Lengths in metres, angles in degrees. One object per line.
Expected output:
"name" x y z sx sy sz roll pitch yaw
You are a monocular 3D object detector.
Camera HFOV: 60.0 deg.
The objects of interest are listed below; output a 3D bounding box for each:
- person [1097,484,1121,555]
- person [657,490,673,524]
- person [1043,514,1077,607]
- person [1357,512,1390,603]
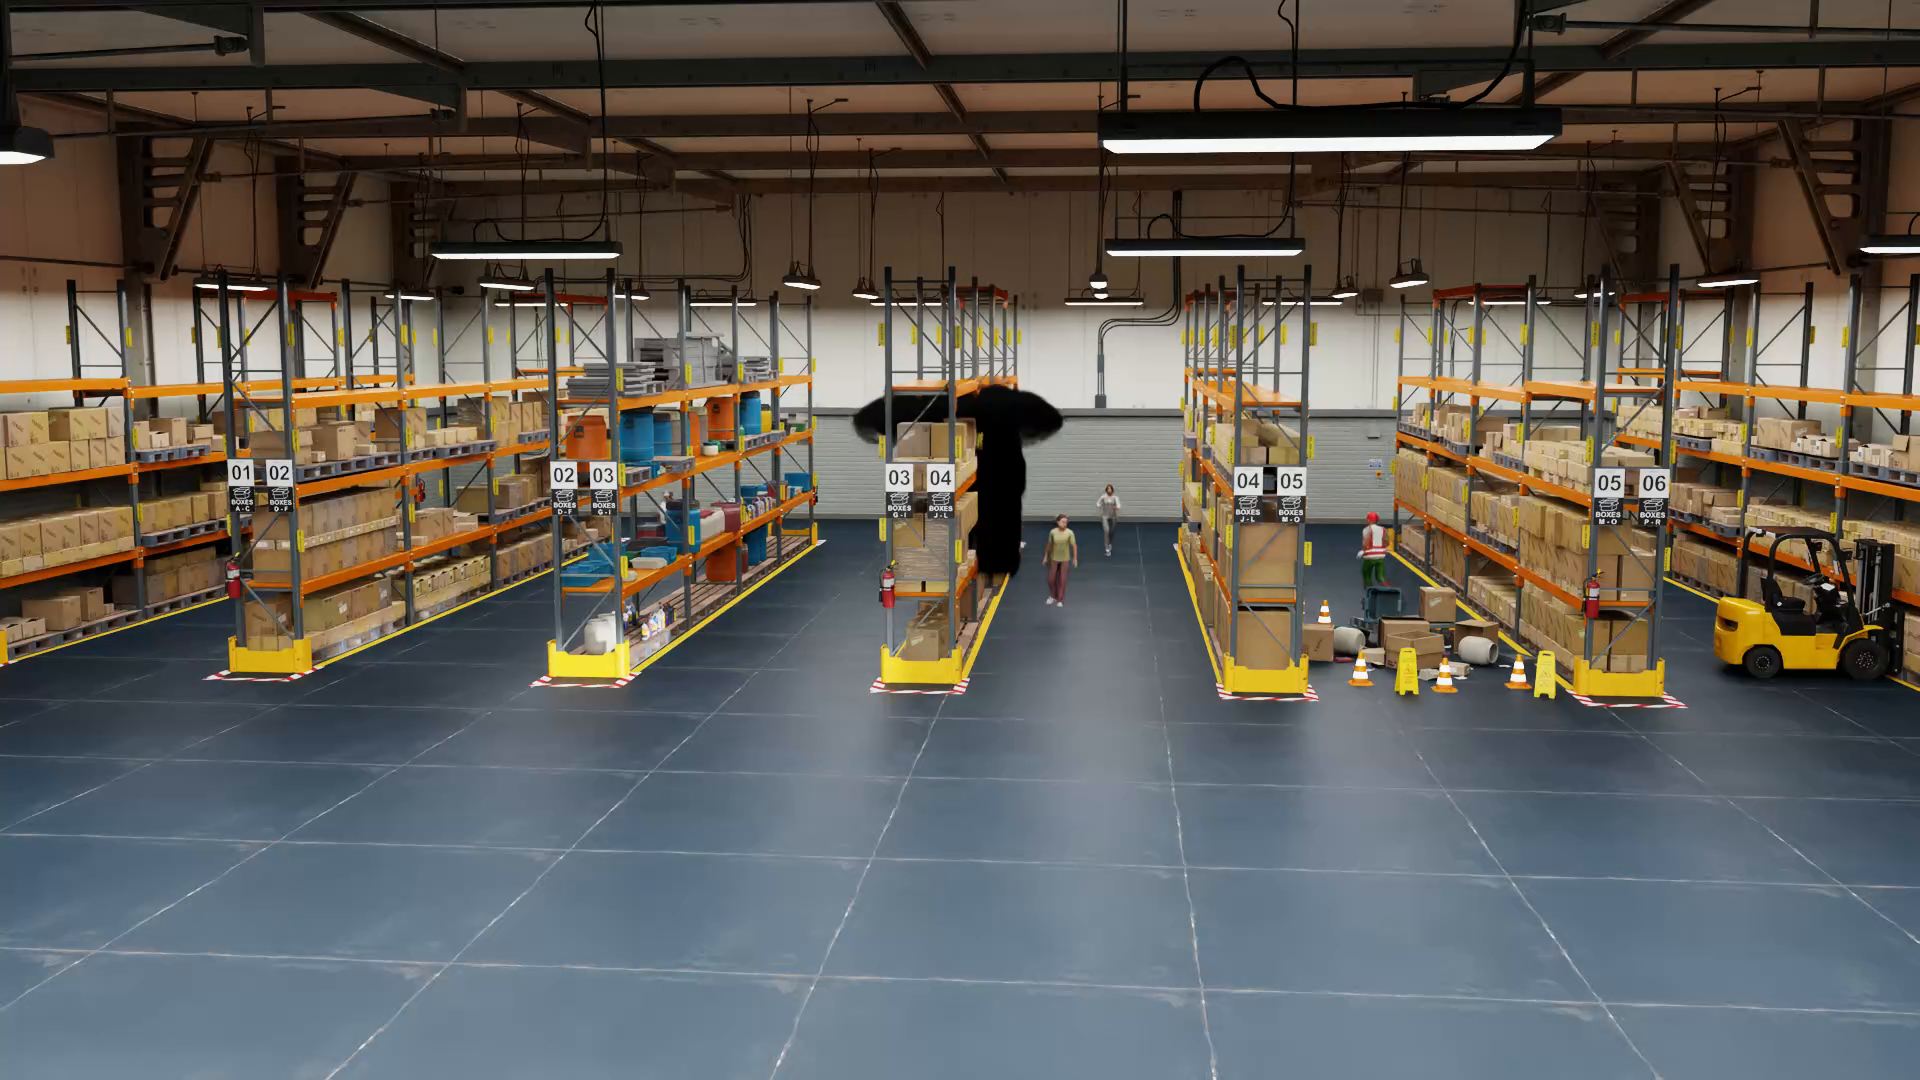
"person" 3.454 -0.491 38.530 0.525 1.604 0.862 0 7 -4
"person" -6.359 -0.234 36.322 0.581 1.730 0.723 0 7 2
"person" 1.753 0.355 29.146 0.612 1.655 0.463 1 7 5
"person" 7.779 0.366 31.063 0.675 1.753 0.947 -2 7 -13
